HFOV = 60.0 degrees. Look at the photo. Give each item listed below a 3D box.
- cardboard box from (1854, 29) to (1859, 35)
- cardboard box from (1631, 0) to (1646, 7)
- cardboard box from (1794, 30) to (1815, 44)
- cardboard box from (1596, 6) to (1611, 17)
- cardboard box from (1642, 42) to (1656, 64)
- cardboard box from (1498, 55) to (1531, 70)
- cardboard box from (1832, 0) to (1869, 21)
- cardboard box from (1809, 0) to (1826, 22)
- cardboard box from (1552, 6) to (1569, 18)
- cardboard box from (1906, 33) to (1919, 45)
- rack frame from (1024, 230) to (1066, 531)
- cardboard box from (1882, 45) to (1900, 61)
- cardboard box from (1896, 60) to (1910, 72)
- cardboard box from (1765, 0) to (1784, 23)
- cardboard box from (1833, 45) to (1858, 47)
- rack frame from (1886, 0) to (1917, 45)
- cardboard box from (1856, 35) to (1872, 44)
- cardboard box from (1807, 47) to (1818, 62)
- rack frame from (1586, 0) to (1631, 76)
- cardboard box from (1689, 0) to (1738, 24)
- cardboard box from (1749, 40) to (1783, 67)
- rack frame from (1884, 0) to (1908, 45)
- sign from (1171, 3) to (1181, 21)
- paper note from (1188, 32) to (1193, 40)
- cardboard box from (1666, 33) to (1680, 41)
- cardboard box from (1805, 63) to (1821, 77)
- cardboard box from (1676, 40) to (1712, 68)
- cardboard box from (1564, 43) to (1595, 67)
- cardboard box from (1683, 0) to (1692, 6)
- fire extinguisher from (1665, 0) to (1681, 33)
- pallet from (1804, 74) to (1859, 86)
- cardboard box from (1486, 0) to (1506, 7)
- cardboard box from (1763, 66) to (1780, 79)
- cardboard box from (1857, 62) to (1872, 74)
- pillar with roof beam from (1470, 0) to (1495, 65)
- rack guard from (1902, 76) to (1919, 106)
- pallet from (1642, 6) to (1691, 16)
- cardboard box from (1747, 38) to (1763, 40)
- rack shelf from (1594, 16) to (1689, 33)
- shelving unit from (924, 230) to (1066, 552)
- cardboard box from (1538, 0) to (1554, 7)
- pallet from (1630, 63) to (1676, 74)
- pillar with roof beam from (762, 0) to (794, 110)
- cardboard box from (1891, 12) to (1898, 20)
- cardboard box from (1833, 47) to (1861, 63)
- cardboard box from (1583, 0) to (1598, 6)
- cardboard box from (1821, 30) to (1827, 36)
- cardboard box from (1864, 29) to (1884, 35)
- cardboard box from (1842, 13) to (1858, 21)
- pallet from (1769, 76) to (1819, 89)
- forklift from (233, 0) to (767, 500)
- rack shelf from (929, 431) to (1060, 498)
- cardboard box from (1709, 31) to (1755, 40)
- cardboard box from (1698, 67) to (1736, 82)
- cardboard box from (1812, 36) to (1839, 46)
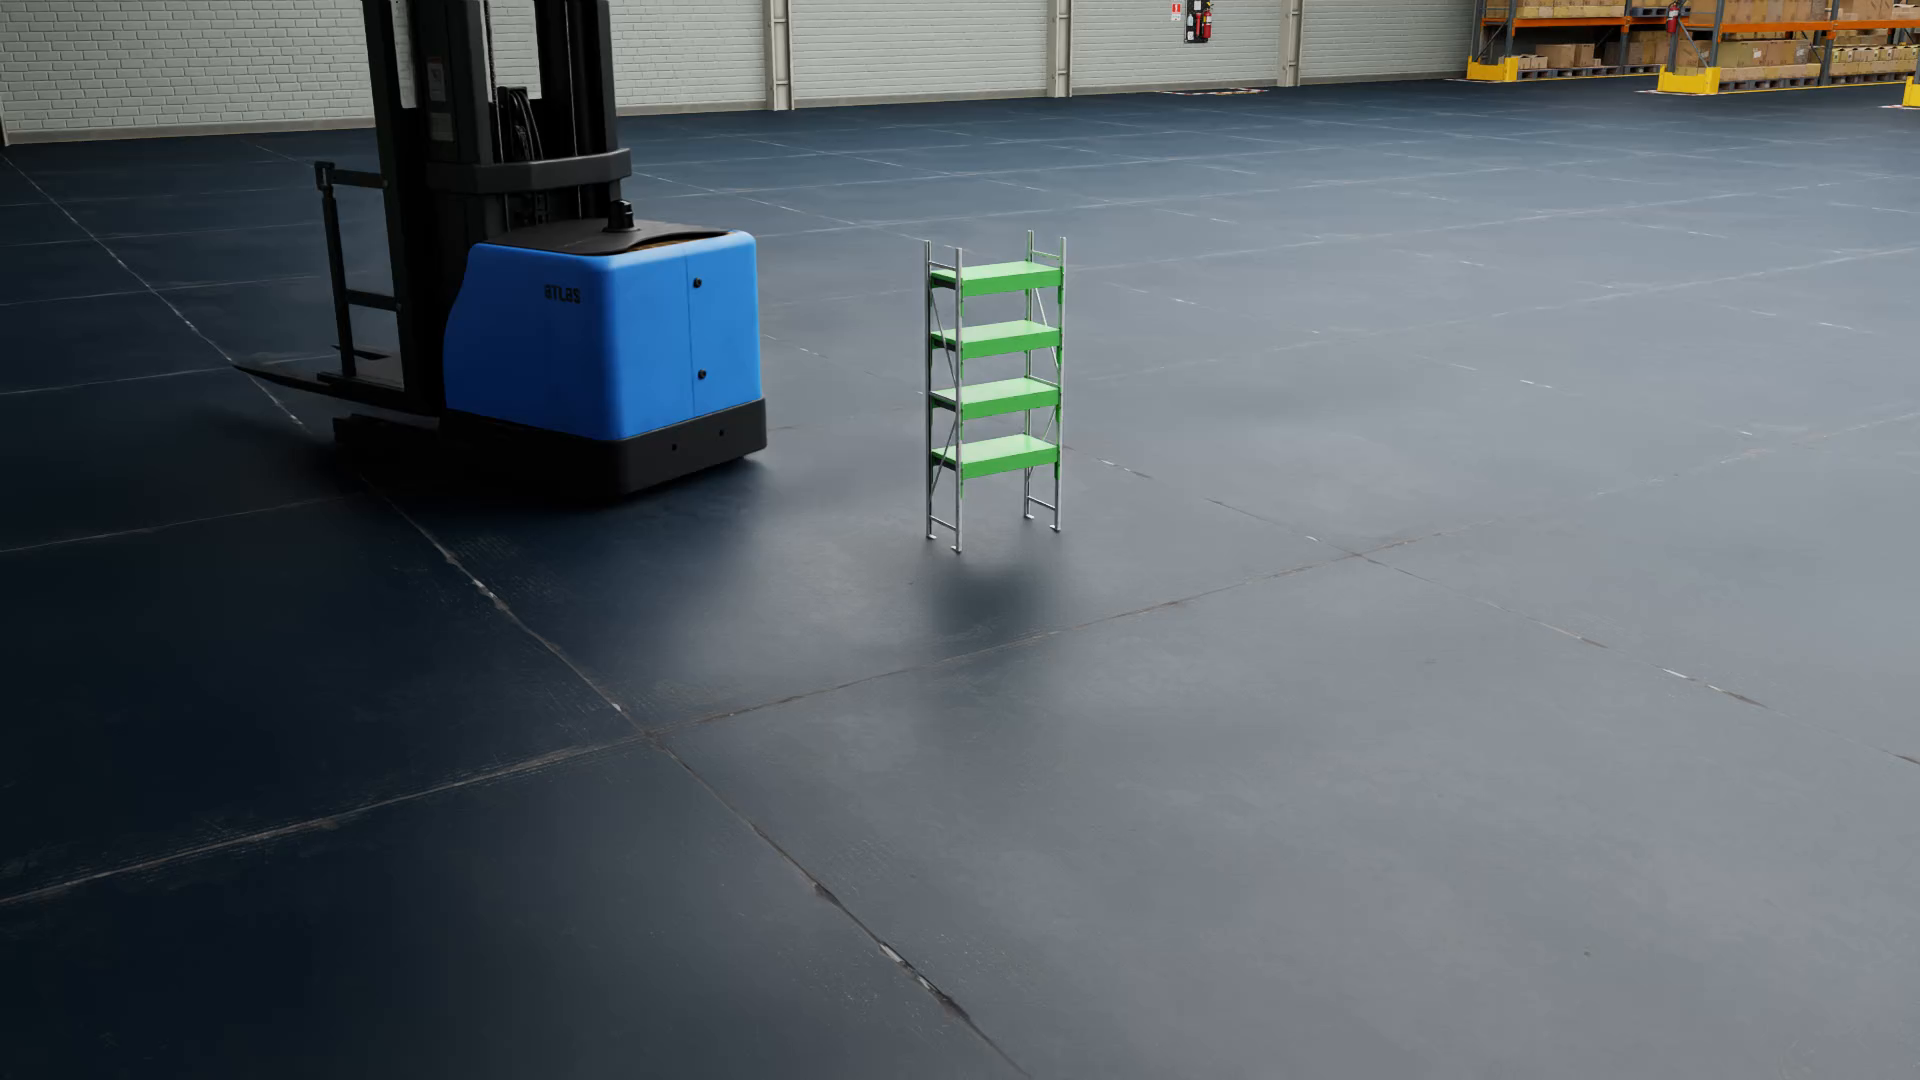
[{"bbox_3d":[23.795,-13.583,44.474,0.250,0.149,0.380,-12,22,-31],"label":"cardboard box"},{"bbox_3d":[15.595,-12.737,38.893,0.500,0.500,0.700,-12,22,-31],"label":"cardboard box"},{"bbox_3d":[21.362,-12.841,42.745,0.750,0.750,0.750,-12,22,-31],"label":"cardboard box"},{"bbox_3d":[14.502,-12.089,38.022,0.500,0.250,0.500,-12,22,-31],"label":"cardboard box"},{"bbox_3d":[16.161,-11.663,39.777,0.500,0.500,0.700,-12,22,-32],"label":"cardboard box"},{"bbox_3d":[12.438,-10.728,37.307,0.500,0.311,0.500,-15,24,-37],"label":"cardboard box"},{"bbox_3d":[18.970,-11.347,35.469,0.500,0.500,0.500,-10,21,-28],"label":"cardboard box"},{"bbox_3d":[17.512,-11.044,34.572,0.500,0.500,0.700,-13,22,-33],"label":"cardboard box"},{"bbox_3d":[13.248,-11.819,37.223,0.500,0.250,0.500,-12,22,-32],"label":"cardboard box"},{"bbox_3d":[21.917,-11.399,37.823,0.500,0.250,0.500,-11,22,-29],"label":"cardboard box"},{"bbox_3d":[0.342,-0.641,6.766,0.015,1.200,0.240,-12,22,-31],"label":"rack frame"},{"bbox_3d":[20.064,-10.603,36.187,0.500,0.311,0.500,-12,22,-32],"label":"cardboard box"},{"bbox_3d":[20.486,-10.427,36.543,0.500,0.250,0.500,-12,22,-32],"label":"cardboard box"},{"bbox_3d":[16.227,-10.771,33.766,0.500,0.500,0.700,-11,22,-30],"label":"cardboard box"},{"bbox_3d":[19.331,-10.654,36.338,0.500,0.311,0.500,-12,22,-32],"label":"cardboard box"},{"bbox_3d":[21.220,-11.781,36.908,0.127,3.000,1.000,-12,22,-31],"label":"rack frame"},{"bbox_3d":[23.807,-13.202,44.359,0.500,0.500,0.700,-13,22,-33],"label":"cardboard box"},{"bbox_3d":[18.060,-10.386,35.545,0.500,0.311,0.500,-12,22,-31],"label":"cardboard box"},{"bbox_3d":[15.152,-12.401,38.741,0.127,3.000,1.000,-12,22,-31],"label":"rack frame"},{"bbox_3d":[14.935,-10.498,32.957,0.500,0.500,0.700,-12,22,-31],"label":"cardboard box"},{"bbox_3d":[16.363,-9.922,33.876,0.500,0.500,0.500,-12,22,-31],"label":"cardboard box"},{"bbox_3d":[25.174,-14.514,44.993,0.127,3.000,1.000,-12,22,-31],"label":"rack frame"},{"bbox_3d":[4.305,-10.516,33.111,0.234,0.329,0.001,-12,22,-31],"label":"sign"},{"bbox_3d":[4.638,-10.139,33.426,0.142,0.148,0.016,-12,22,-31],"label":"paper note"},{"bbox_3d":[16.982,-12.168,40.099,0.500,0.250,0.500,-12,22,-32],"label":"cardboard box"},{"bbox_3d":[17.612,-9.832,34.782,0.500,0.250,0.500,-12,22,-31],"label":"cardboard box"},{"bbox_3d":[14.823,-9.797,33.508,0.500,0.500,0.500,-12,22,-31],"label":"cardboard box"},{"bbox_3d":[14.307,-11.231,38.499,0.500,0.500,0.500,-14,23,-35],"label":"cardboard box"},{"bbox_3d":[17.077,-13.050,39.819,0.500,0.500,0.700,-12,22,-31],"label":"cardboard box"},{"bbox_3d":[14.184,-10.438,33.058,0.183,0.674,0.296,-12,22,-31],"label":"fire extinguisher"},{"bbox_3d":[18.473,-9.895,35.685,1.213,0.211,1.003,-12,22,-31],"label":"pallet"},{"bbox_3d":[12.088,-12.130,36.972,0.500,0.500,0.500,-12,22,-32],"label":"cardboard box"},{"bbox_3d":[16.362,-9.567,33.996,0.500,0.250,0.500,-12,22,-31],"label":"cardboard box"},{"bbox_3d":[19.211,-10.159,35.748,0.500,0.250,0.500,-13,22,-33],"label":"cardboard box"},{"bbox_3d":[14.287,-13.741,33.339,0.400,9.000,9.100,-12,22,-31],"label":"pillar with roof beam"},{"bbox_3d":[17.297,-7.888,29.296,0.348,0.500,1.175,-12,22,-31],"label":"rack guard"},{"bbox_3d":[16.862,-12.655,39.792,1.213,0.211,1.003,-12,22,-31],"label":"pallet"},{"bbox_3d":[16.485,-10.154,34.562,0.500,0.500,0.500,-12,22,-31],"label":"cardboard box"},{"bbox_3d":[16.822,-12.412,39.898,4.000,0.370,1.077,-12,22,-31],"label":"rack shelf"},{"bbox_3d":[0.138,-0.598,6.639,0.503,1.200,0.258,-12,22,-31],"label":"shelving unit"},{"bbox_3d":[12.793,-12.078,36.818,0.500,0.500,0.500,-12,22,-31],"label":"cardboard box"},{"bbox_3d":[16.821,-11.433,40.234,1.213,0.211,1.003,-12,22,-31],"label":"pallet"},{"bbox_3d":[-0.746,-10.571,23.961,0.400,9.000,9.100,-12,22,-31],"label":"pillar with roof beam"},{"bbox_3d":[20.186,-11.422,36.239,0.250,0.149,0.380,-10,21,-27],"label":"cardboard box"},{"bbox_3d":[18.782,-10.331,35.382,0.500,0.311,0.500,-12,22,-32],"label":"cardboard box"},{"bbox_3d":[14.087,-12.353,37.632,0.500,0.500,0.500,-13,22,-33],"label":"cardboard box"},{"bbox_3d":[22.942,-13.404,43.942,0.250,0.149,0.380,-13,22,-33],"label":"cardboard box"},{"bbox_3d":[24.424,-13.570,44.434,0.250,0.149,0.380,-11,22,-30],"label":"cardboard box"},{"bbox_3d":[18.732,-11.059,35.164,0.250,0.149,0.380,-12,22,-31],"label":"cardboard box"},{"bbox_3d":[17.192,-9.626,34.889,1.213,0.211,1.003,-12,22,-31],"label":"pallet"},{"bbox_3d":[-2.408,-1.909,7.816,3.031,2.935,1.130,13,22,33],"label":"forklift"},{"bbox_3d":[0.138,-0.310,6.736,0.480,0.148,0.258,-12,22,-31],"label":"rack shelf"},{"bbox_3d":[19.179,-12.380,41.382,0.750,0.750,0.750,-12,22,-32],"label":"cardboard box"},{"bbox_3d":[15.109,-9.303,33.216,0.500,0.250,0.500,-12,22,-31],"label":"cardboard box"},{"bbox_3d":[22.514,-12.929,43.551,0.500,0.500,0.700,-12,22,-31],"label":"cardboard box"}]
